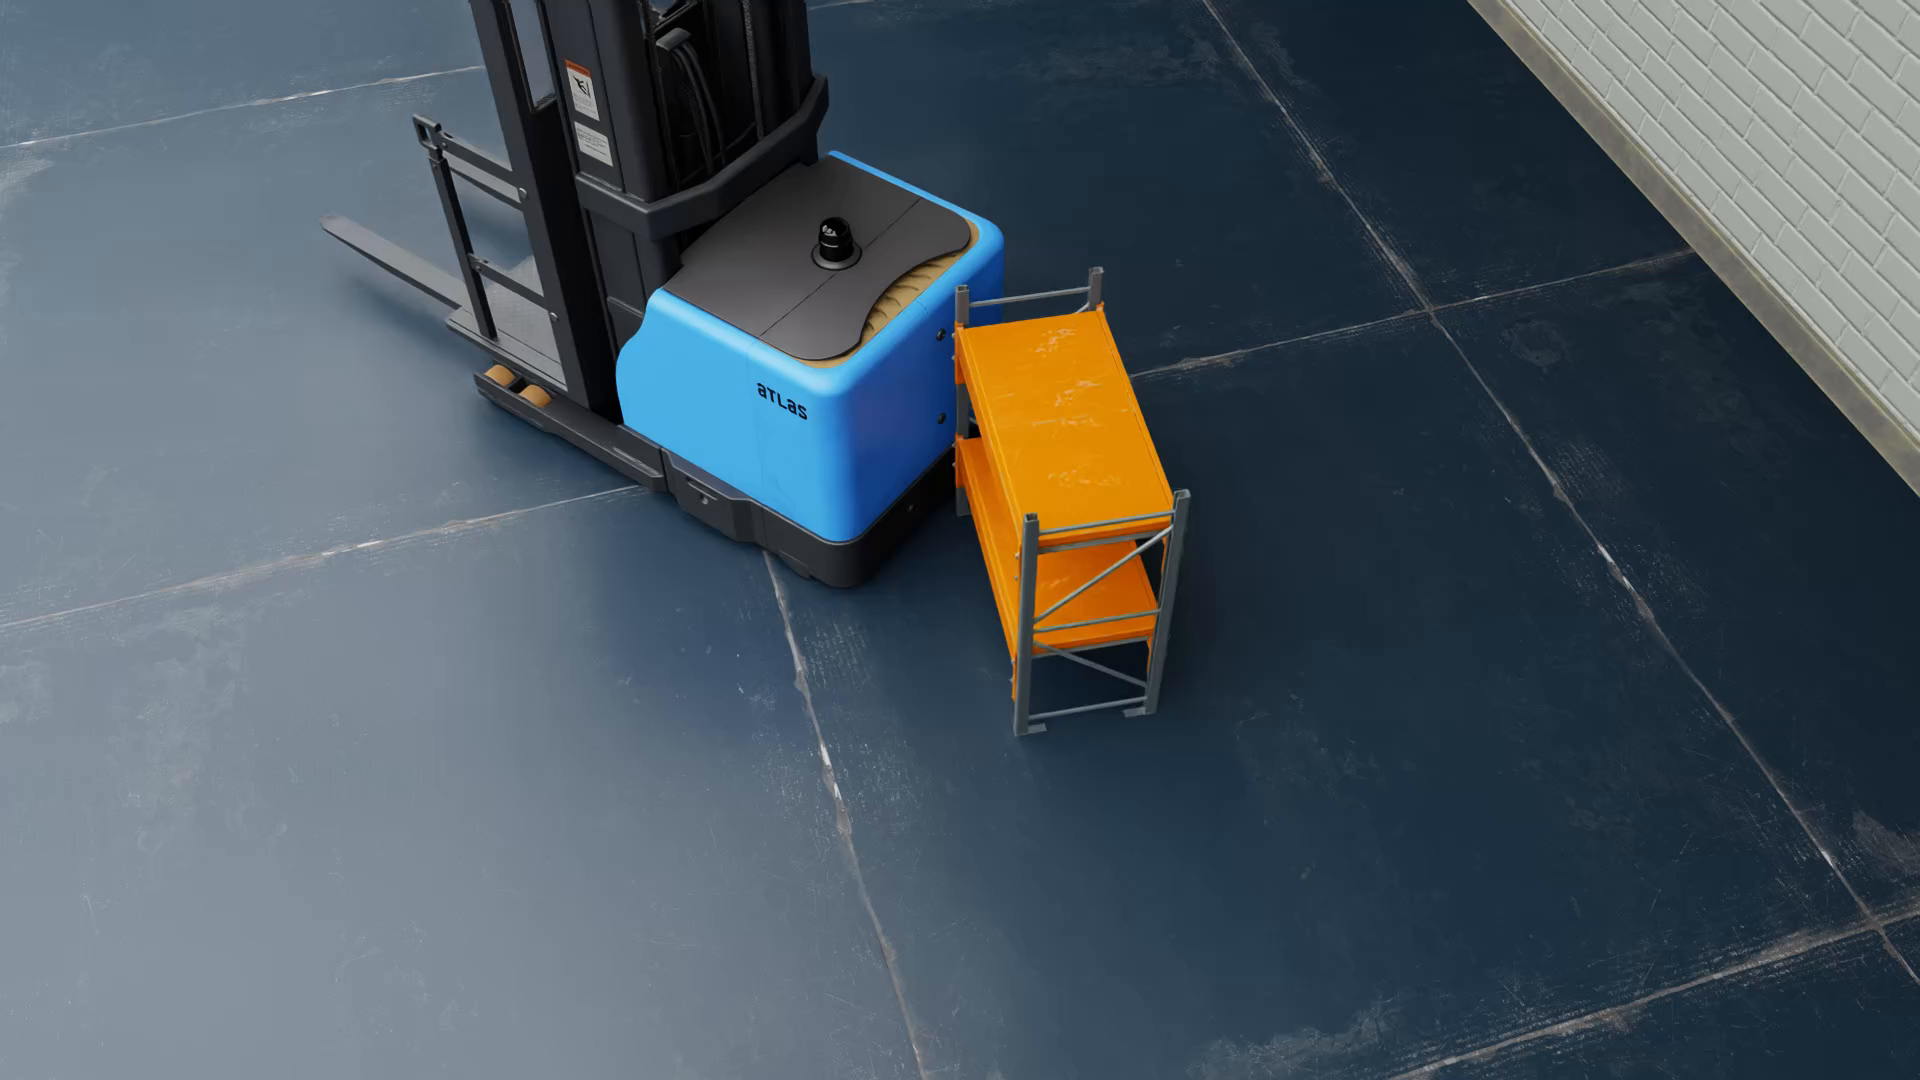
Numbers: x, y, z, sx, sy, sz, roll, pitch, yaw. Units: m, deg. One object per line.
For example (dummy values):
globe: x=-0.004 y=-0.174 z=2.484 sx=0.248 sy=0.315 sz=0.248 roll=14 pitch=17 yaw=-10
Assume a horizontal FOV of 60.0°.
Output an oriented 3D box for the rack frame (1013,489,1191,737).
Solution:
rack frame: x=0.431 y=0.261 z=5.294 sx=0.500 sy=1.125 sz=0.032 roll=-9 pitch=50 yaw=-7

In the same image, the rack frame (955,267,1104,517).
rack frame: x=0.231 y=-0.501 z=5.936 sx=0.500 sy=1.125 sz=0.032 roll=-9 pitch=50 yaw=-7

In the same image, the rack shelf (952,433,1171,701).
rack shelf: x=0.331 y=0.038 z=5.802 sx=0.538 sy=0.278 sz=1.000 roll=-9 pitch=50 yaw=-7

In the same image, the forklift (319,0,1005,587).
forklift: x=-1.322 y=-1.696 z=5.763 sx=3.031 sy=2.935 sz=1.130 roll=29 pitch=56 yaw=22

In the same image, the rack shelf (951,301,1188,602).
rack shelf: x=0.331 y=-0.308 z=5.391 sx=0.538 sy=0.278 sz=1.000 roll=-9 pitch=50 yaw=-7

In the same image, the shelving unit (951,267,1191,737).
shelving unit: x=0.331 y=-0.120 z=5.615 sx=0.538 sy=1.125 sz=1.048 roll=-9 pitch=50 yaw=-7
